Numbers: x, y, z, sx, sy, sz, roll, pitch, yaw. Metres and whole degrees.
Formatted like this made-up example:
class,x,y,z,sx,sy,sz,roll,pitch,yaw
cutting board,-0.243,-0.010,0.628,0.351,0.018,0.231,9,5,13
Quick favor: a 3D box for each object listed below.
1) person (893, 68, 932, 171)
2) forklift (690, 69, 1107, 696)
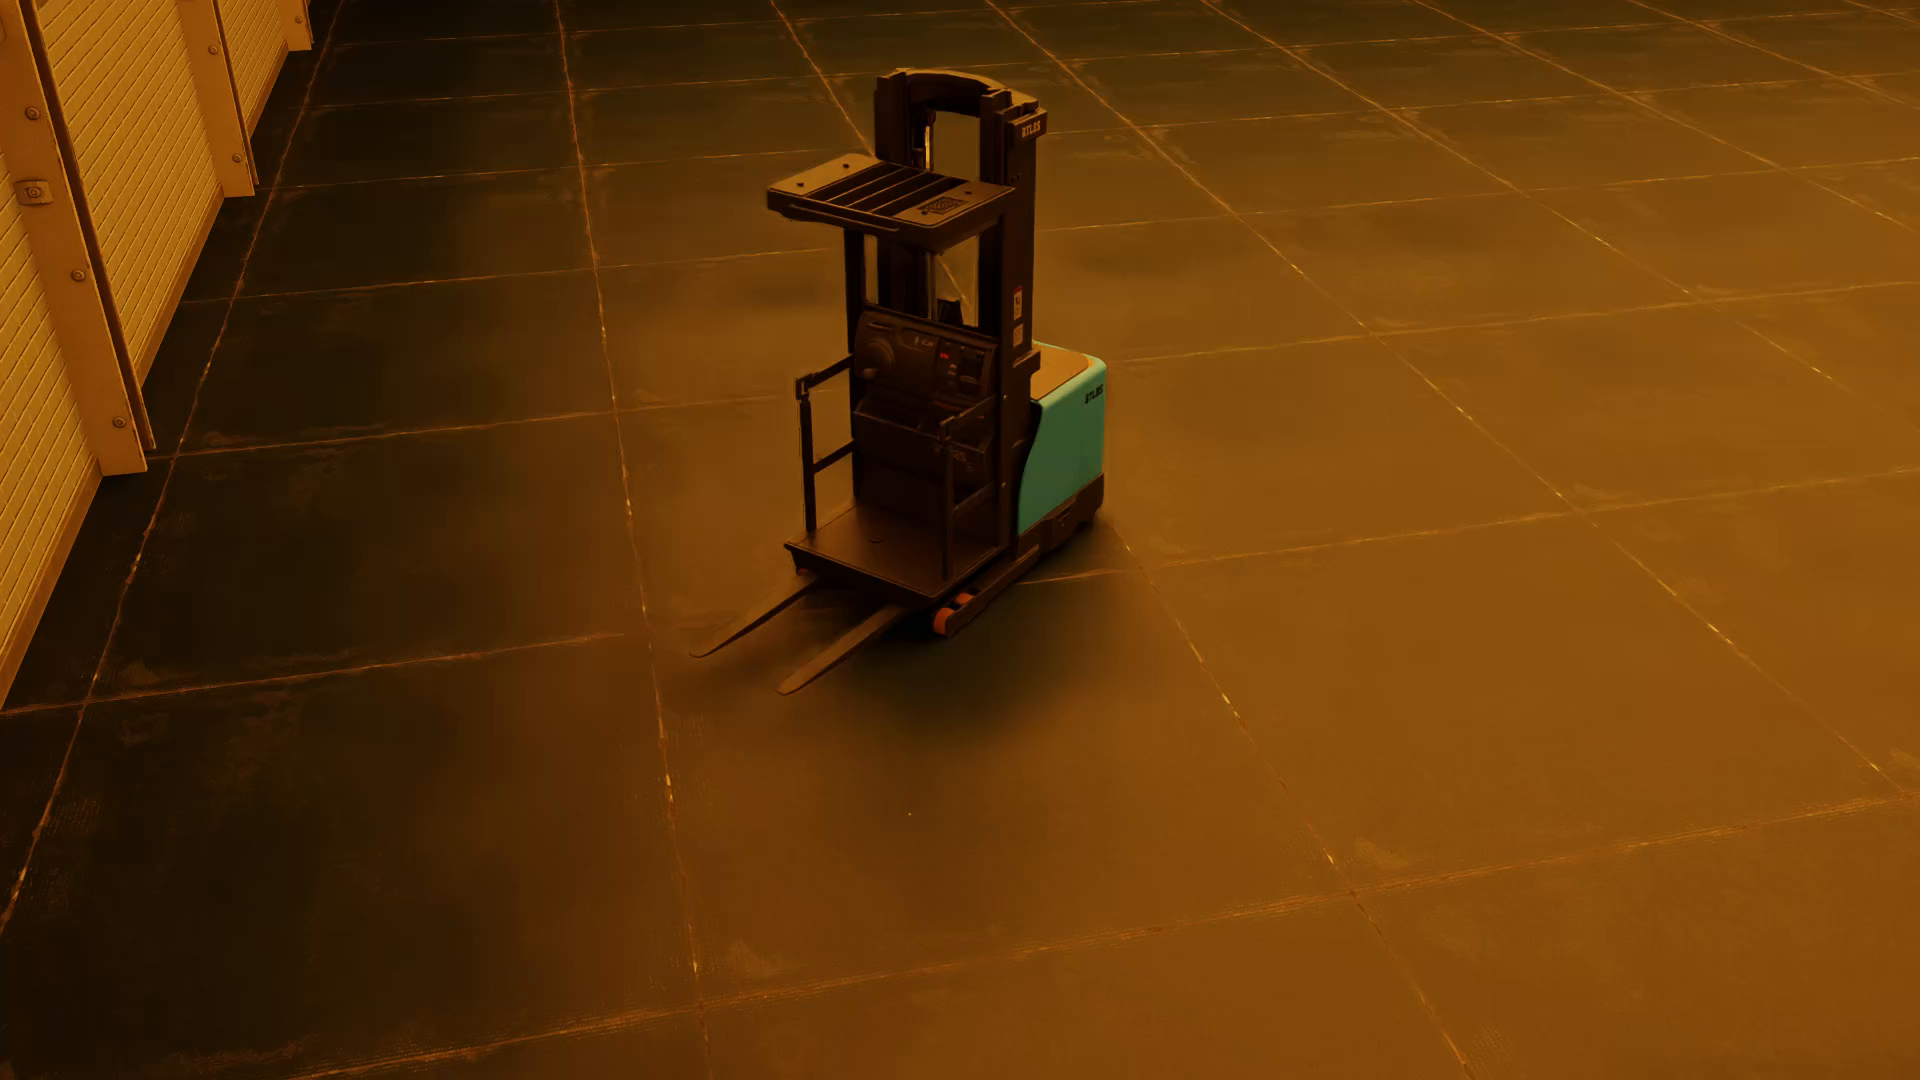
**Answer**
class,x,y,z,sx,sy,sz,roll,pitch,yaw
person,-0.451,-3.413,14.842,0.503,1.582,0.787,-6,31,-10
forklift,-0.327,-0.987,9.279,1.130,2.935,3.031,19,35,29
